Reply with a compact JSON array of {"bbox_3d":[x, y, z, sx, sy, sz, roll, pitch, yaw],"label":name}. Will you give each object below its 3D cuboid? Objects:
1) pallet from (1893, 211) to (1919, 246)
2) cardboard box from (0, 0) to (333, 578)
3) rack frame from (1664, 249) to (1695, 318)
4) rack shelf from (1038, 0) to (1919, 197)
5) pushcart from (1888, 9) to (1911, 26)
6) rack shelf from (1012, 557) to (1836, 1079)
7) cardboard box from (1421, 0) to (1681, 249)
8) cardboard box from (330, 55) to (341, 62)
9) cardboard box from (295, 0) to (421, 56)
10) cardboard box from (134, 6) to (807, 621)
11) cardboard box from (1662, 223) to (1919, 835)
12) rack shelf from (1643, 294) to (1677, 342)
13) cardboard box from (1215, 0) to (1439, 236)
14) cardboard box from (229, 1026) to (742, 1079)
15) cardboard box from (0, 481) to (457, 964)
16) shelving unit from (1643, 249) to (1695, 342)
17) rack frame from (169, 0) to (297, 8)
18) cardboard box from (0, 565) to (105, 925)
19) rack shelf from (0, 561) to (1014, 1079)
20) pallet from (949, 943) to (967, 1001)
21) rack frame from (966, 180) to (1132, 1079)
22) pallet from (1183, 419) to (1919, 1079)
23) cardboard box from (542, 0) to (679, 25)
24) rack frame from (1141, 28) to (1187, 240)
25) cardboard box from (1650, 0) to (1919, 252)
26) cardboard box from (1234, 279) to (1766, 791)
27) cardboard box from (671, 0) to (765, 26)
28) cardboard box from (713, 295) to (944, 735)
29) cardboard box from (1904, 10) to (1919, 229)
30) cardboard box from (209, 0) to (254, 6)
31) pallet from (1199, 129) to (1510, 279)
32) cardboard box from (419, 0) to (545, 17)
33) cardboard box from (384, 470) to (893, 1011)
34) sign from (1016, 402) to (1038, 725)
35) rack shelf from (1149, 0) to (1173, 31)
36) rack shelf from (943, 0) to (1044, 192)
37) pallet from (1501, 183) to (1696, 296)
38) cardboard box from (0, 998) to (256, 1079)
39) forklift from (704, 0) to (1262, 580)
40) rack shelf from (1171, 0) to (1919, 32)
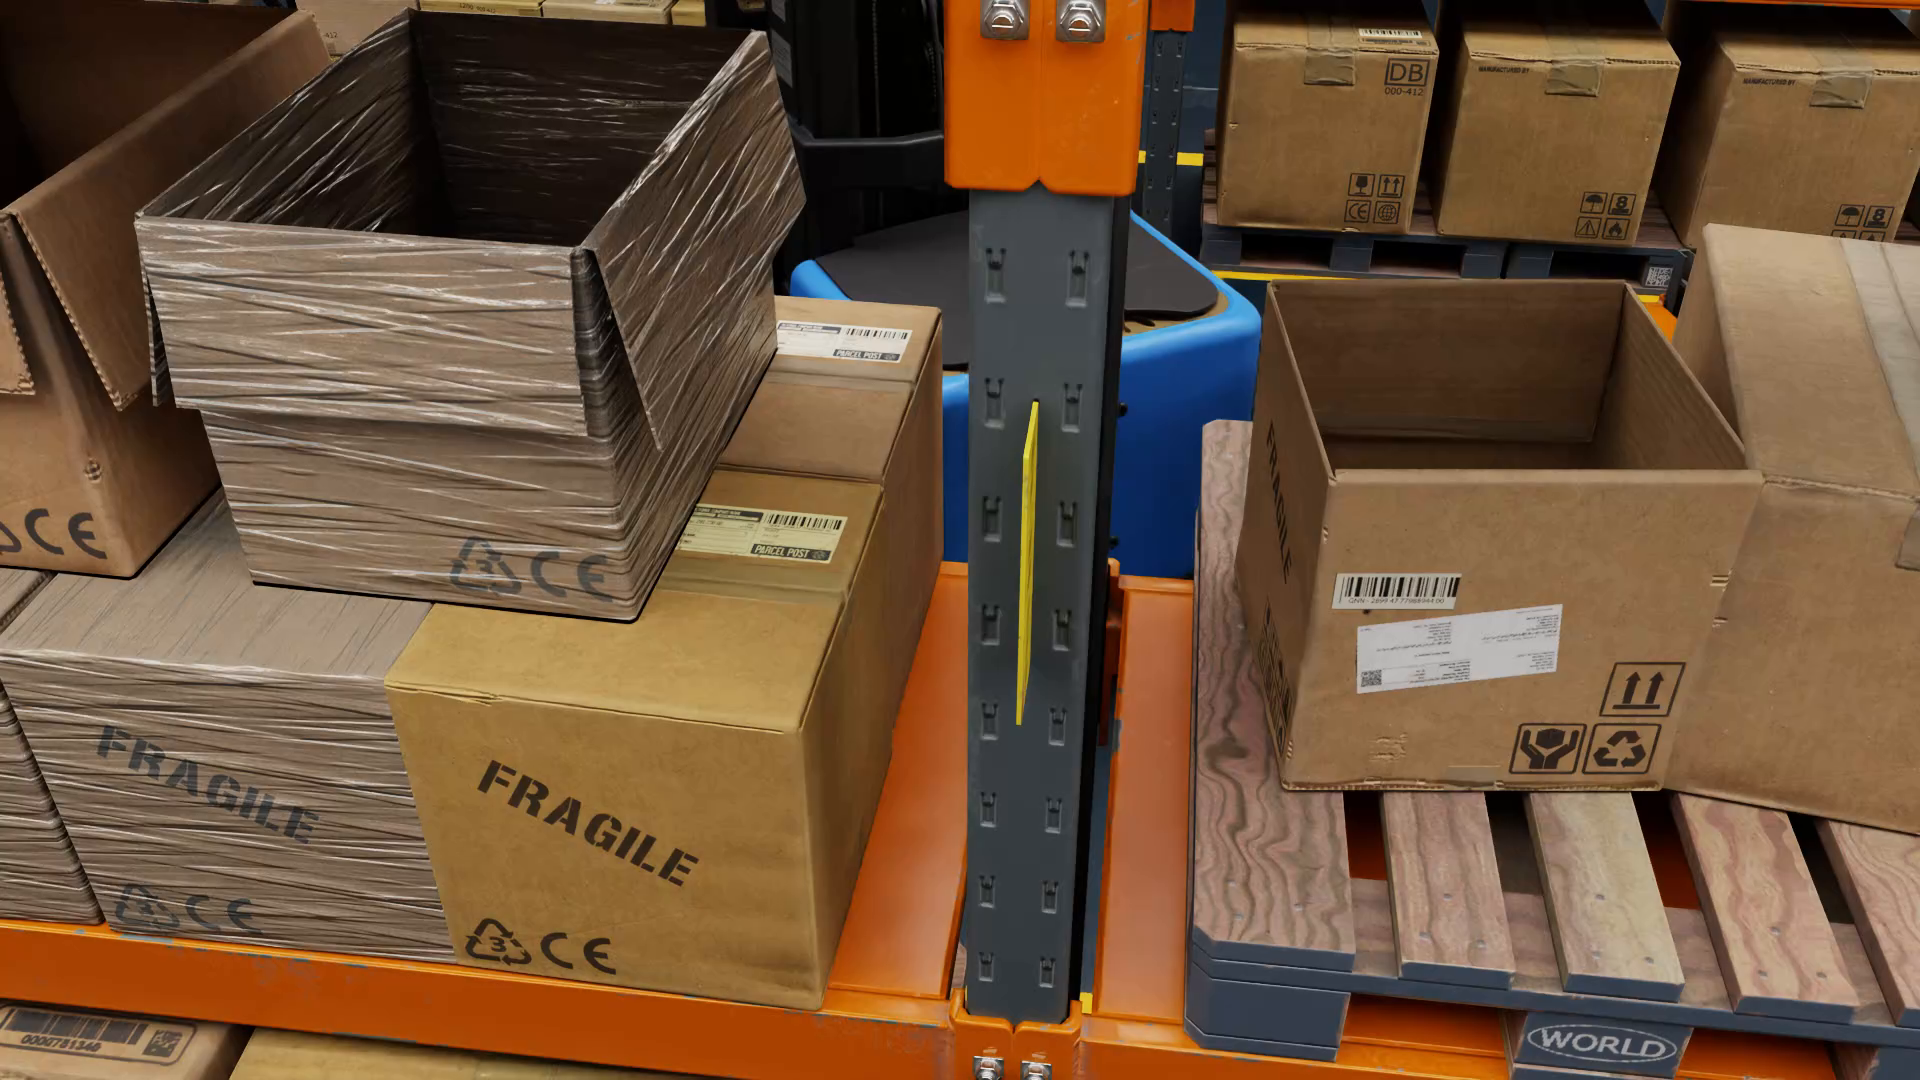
[{"bbox_3d":[4.058,-1.253,6.825,1.213,0.211,1.003,4,36,6],"label":"pallet"},{"bbox_3d":[-1.236,-0.383,2.254,0.637,0.503,0.797,5,36,7],"label":"cardboard box"},{"bbox_3d":[1.954,-0.166,4.514,0.032,1.125,0.500,-6,36,-9],"label":"rack frame"},{"bbox_3d":[2.117,-0.600,1.546,4.000,0.370,1.077,4,36,6],"label":"rack shelf"},{"bbox_3d":[5.122,-2.850,8.918,0.936,0.377,1.648,-7,36,-10],"label":"pushcart"},{"bbox_3d":[2.117,0.620,2.418,4.000,0.370,1.077,4,36,6],"label":"rack shelf"},{"bbox_3d":[2.325,-1.766,6.718,0.750,0.750,1.050,5,36,7],"label":"cardboard box"},{"bbox_3d":[-2.403,-1.913,7.138,0.500,0.500,0.500,6,36,8],"label":"cardboard box"},{"bbox_3d":[-2.403,-2.219,6.921,0.500,0.250,0.500,3,36,4],"label":"cardboard box"},{"bbox_3d":[-0.590,-0.333,2.185,0.637,0.503,0.797,5,36,8],"label":"cardboard box"},{"bbox_3d":[1.240,-0.031,2.264,0.500,0.500,0.700,9,37,13],"label":"cardboard box"},{"bbox_3d":[1.455,-0.348,4.266,1.000,0.278,0.538,-6,36,-9],"label":"rack shelf"},{"bbox_3d":[1.458,-1.829,6.806,0.750,0.750,1.050,4,36,5],"label":"cardboard box"},{"bbox_3d":[-0.549,0.811,3.000,0.875,0.875,1.225,3,36,4],"label":"cardboard box"},{"bbox_3d":[-0.882,0.205,2.295,0.500,0.500,0.500,4,36,6],"label":"cardboard box"},{"bbox_3d":[1.455,-0.110,4.436,1.048,1.125,0.538,-6,36,-9],"label":"shelving unit"},{"bbox_3d":[-3.102,-2.967,6.825,0.127,3.000,1.000,4,36,6],"label":"rack frame"},{"bbox_3d":[-1.397,0.168,2.346,0.500,0.500,0.500,3,36,4],"label":"cardboard box"},{"bbox_3d":[-1.851,0.325,2.832,4.000,0.370,1.077,4,36,6],"label":"rack shelf"},{"bbox_3d":[-0.639,1.213,3.369,1.213,0.211,1.003,4,36,6],"label":"pallet"},{"bbox_3d":[0.133,0.180,2.416,0.127,3.000,1.000,4,36,6],"label":"rack frame"},{"bbox_3d":[0.854,0.249,2.484,1.003,0.211,1.213,4,36,6],"label":"pallet"},{"bbox_3d":[-1.369,-2.140,6.811,0.500,0.250,0.500,6,36,8],"label":"cardboard box"},{"bbox_3d":[0.865,-2.671,6.410,0.127,3.000,1.000,4,36,6],"label":"rack frame"},{"bbox_3d":[3.249,-1.698,6.622,0.750,0.750,1.050,4,36,6],"label":"cardboard box"},{"bbox_3d":[0.674,-0.015,2.241,0.500,0.500,0.500,0,36,0],"label":"cardboard box"},{"bbox_3d":[-0.851,-2.107,6.765,0.500,0.250,0.500,5,36,7],"label":"cardboard box"},{"bbox_3d":[-0.314,-0.054,2.657,0.500,0.500,0.500,5,36,7],"label":"cardboard box"},{"bbox_3d":[4.205,-1.624,6.519,0.750,0.750,1.050,4,36,6],"label":"cardboard box"},{"bbox_3d":[-3.418,-2.364,7.561,0.250,0.149,0.380,6,36,8],"label":"cardboard box"},{"bbox_3d":[1.638,-1.434,7.078,1.213,0.211,1.003,4,36,6],"label":"pallet"},{"bbox_3d":[-1.874,-2.181,6.868,0.500,0.250,0.500,5,36,7],"label":"cardboard box"},{"bbox_3d":[-0.388,0.245,2.238,0.500,0.500,0.500,5,36,7],"label":"cardboard box"},{"bbox_3d":[0.066,0.028,1.631,0.005,0.325,0.100,4,36,6],"label":"sign"},{"bbox_3d":[-1.119,-2.526,6.826,4.000,0.370,1.077,4,36,6],"label":"rack shelf"},{"bbox_3d":[-1.851,-0.896,1.961,4.000,0.370,1.077,4,36,6],"label":"rack shelf"},{"bbox_3d":[2.844,-1.342,6.949,1.213,0.211,1.003,4,36,6],"label":"pallet"},{"bbox_3d":[-1.432,0.740,3.098,0.875,0.875,1.225,4,36,6],"label":"cardboard box"},{"bbox_3d":[-0.285,-1.561,4.914,1.130,2.935,3.031,-15,38,-20],"label":"forklift"},{"bbox_3d":[2.849,-2.230,6.412,4.000,0.370,1.077,4,36,6],"label":"rack shelf"}]
